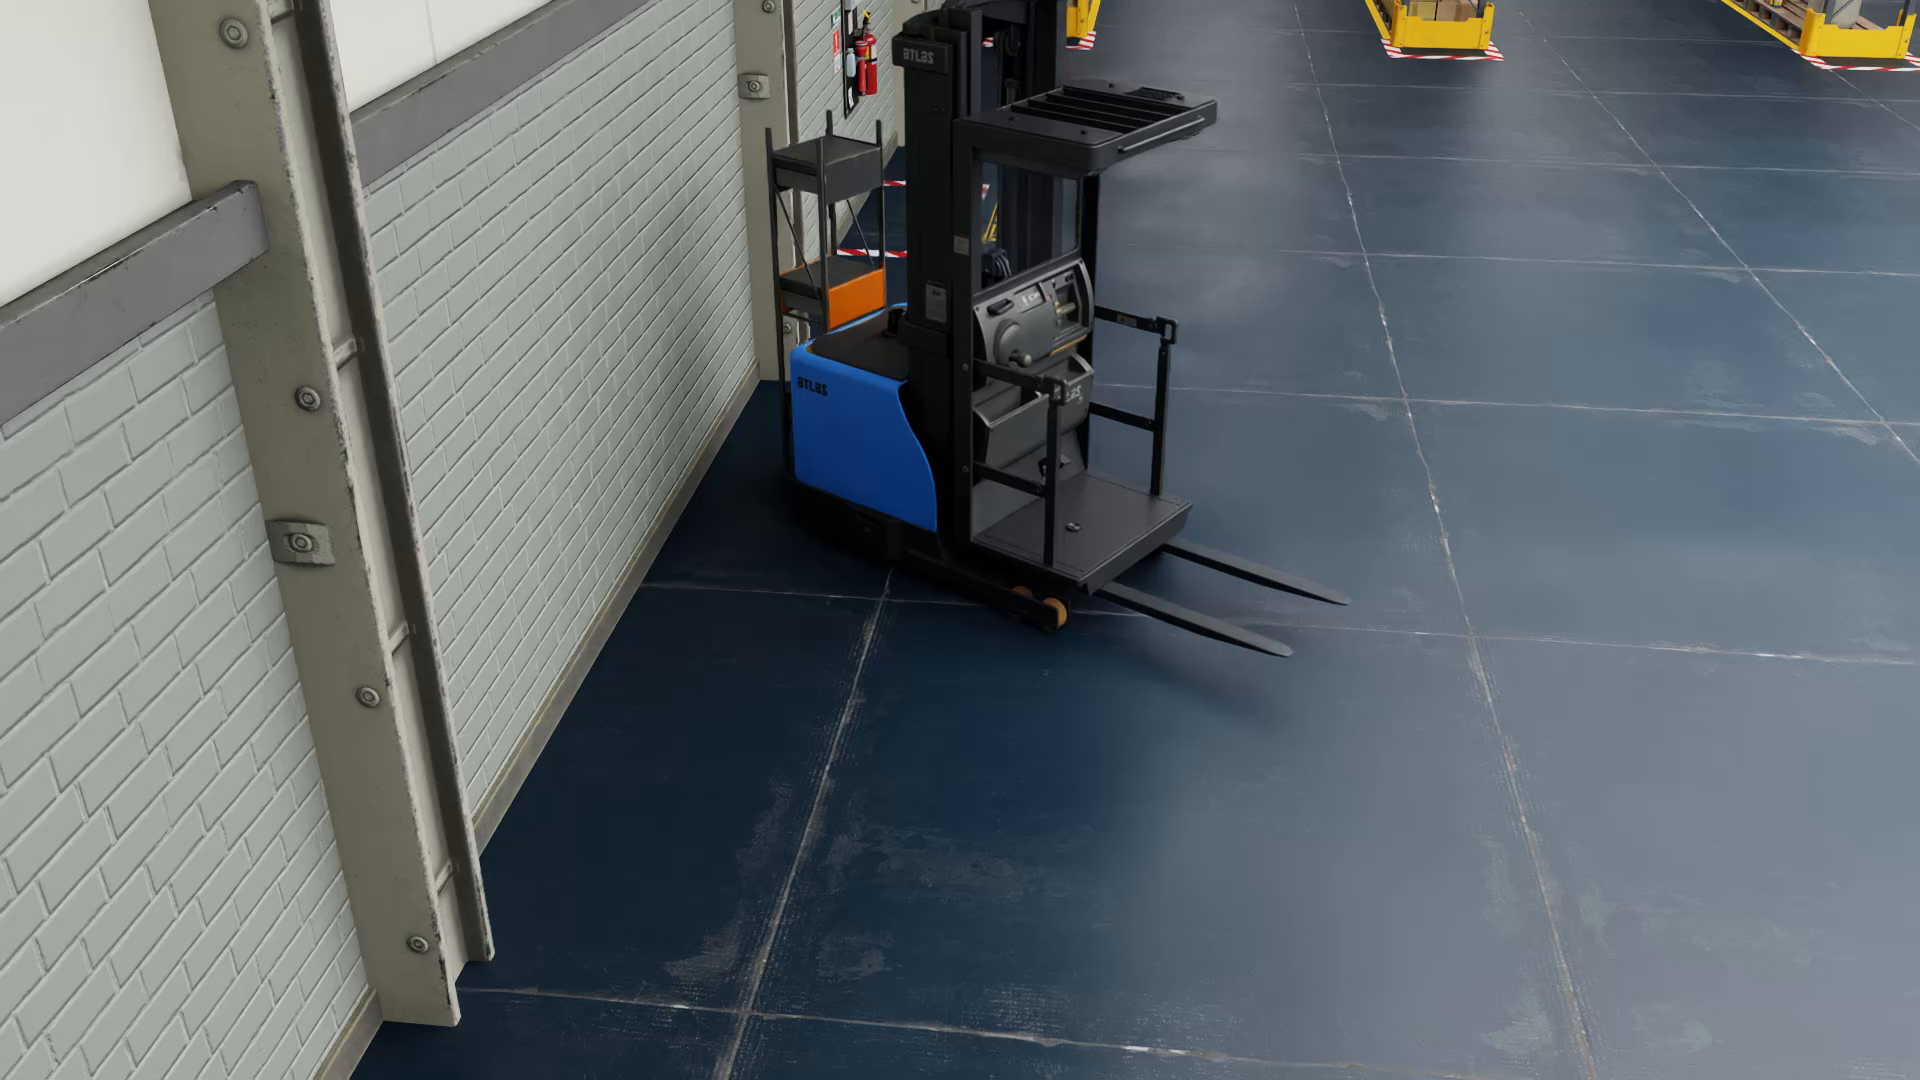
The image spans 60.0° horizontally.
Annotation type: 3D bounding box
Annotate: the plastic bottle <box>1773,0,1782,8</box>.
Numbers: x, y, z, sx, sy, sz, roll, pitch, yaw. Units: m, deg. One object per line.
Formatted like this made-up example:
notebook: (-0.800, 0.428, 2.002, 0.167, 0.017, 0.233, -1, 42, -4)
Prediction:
plastic bottle: (10.653, -7.037, 21.636, 0.097, 0.201, 0.097, 0, 28, 0)

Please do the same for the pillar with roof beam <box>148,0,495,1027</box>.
pillar with roof beam: (2.325, -2.059, 3.584, 9.100, 9.000, 0.400, 3, 28, 6)

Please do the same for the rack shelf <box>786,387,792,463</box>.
rack shelf: (-0.737, -0.701, 9.842, 0.431, 0.518, 0.480, 20, 34, 33)

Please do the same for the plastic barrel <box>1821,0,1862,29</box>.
plastic barrel: (10.868, -6.589, 20.499, 0.421, 0.512, 0.421, 0, 28, 0)

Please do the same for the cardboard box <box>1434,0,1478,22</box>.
cardboard box: (6.234, -6.689, 20.960, 0.500, 0.250, 0.500, 3, 28, 6)

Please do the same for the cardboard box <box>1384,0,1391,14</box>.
cardboard box: (5.769, -6.955, 21.454, 0.500, 0.250, 0.500, 3, 28, 6)

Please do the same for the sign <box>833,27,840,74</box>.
sign: (-0.988, -3.917, 13.321, 0.001, 0.329, 0.234, 3, 28, 6)

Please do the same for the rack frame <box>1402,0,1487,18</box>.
rack frame: (5.948, -7.475, 19.963, 1.000, 3.000, 0.127, 3, 28, 6)

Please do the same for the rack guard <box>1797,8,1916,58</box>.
rack guard: (10.826, -6.124, 20.089, 1.175, 0.500, 0.348, 3, 28, 6)

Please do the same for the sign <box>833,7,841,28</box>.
sign: (-0.978, -4.152, 13.198, 0.001, 0.109, 0.331, 3, 28, 6)

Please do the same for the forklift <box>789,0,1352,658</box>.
forklift: (0.543, -1.115, 8.229, 3.031, 2.935, 1.130, 20, 34, 33)

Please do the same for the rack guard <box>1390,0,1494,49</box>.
rack guard: (5.945, -6.363, 20.534, 1.175, 0.500, 0.348, 3, 28, 6)

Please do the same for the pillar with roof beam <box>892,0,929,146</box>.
pillar with roof beam: (3.795, -7.708, 14.069, 9.100, 9.000, 0.400, 3, 28, 6)

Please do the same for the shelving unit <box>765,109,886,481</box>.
shelving unit: (-0.737, -1.329, 9.503, 0.431, 2.100, 0.503, 20, 34, 33)

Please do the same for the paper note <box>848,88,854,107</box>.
paper note: (-0.908, -3.689, 13.863, 0.016, 0.148, 0.142, 3, 28, 6)

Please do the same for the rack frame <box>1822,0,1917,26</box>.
rack frame: (10.863, -7.186, 19.425, 1.000, 3.000, 0.127, 3, 28, 6)

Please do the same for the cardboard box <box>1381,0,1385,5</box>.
cardboard box: (5.829, -7.191, 21.891, 0.500, 0.250, 0.500, 3, 28, 6)

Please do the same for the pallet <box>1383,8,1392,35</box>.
pallet: (6.000, -6.610, 21.297, 1.003, 0.211, 1.213, 3, 28, 6)

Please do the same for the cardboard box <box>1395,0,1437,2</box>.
cardboard box: (5.718, -7.049, 20.838, 0.500, 0.500, 0.500, 3, 28, 6)

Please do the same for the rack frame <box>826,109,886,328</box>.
rack frame: (-0.586, -1.420, 9.672, 0.400, 2.100, 0.015, 20, 34, 33)

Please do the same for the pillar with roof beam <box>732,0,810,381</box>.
pillar with roof beam: (3.060, -4.883, 8.827, 9.100, 9.000, 0.400, 3, 28, 6)

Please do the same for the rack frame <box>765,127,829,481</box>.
rack frame: (-0.887, -1.238, 9.334, 0.400, 2.100, 0.015, 20, 34, 33)

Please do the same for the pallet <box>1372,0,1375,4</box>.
pallet: (6.299, -7.759, 23.429, 1.003, 0.211, 1.213, 3, 28, 6)

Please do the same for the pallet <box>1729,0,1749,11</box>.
pallet: (11.230, -7.527, 22.999, 1.003, 0.211, 1.213, 3, 28, 6)

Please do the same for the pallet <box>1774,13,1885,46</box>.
pallet: (10.931, -6.378, 20.867, 1.003, 0.211, 1.213, 3, 28, 6)

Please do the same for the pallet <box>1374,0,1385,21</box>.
pallet: (6.152, -7.183, 22.360, 1.003, 0.211, 1.213, 3, 28, 6)

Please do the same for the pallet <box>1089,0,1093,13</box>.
pallet: (1.327, -7.522, 22.990, 1.003, 0.211, 1.213, 3, 28, 6)

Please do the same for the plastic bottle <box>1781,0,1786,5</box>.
plastic bottle: (10.817, -7.184, 21.823, 0.061, 0.283, 0.133, 3, 28, 6)

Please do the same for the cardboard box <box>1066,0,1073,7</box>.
cardboard box: (1.205, -7.092, 21.622, 0.500, 0.311, 0.500, 0, 28, 0)

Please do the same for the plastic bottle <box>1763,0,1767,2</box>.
plastic bottle: (10.728, -7.252, 21.957, 0.152, 0.276, 0.135, 3, 28, 5)

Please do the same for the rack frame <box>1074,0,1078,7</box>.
rack frame: (1.031, -7.761, 20.494, 1.000, 3.000, 0.127, 3, 28, 6)

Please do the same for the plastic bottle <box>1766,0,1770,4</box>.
plastic bottle: (10.711, -7.187, 21.836, 0.152, 0.276, 0.135, 4, 29, 7)

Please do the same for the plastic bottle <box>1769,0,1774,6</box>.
plastic bottle: (10.649, -7.129, 21.721, 0.061, 0.283, 0.133, 4, 29, 7)

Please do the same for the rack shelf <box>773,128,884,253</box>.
rack shelf: (-0.737, -1.933, 9.178, 0.431, 0.518, 0.480, 20, 34, 33)

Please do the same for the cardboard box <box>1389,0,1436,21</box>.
cardboard box: (5.720, -6.719, 21.016, 0.500, 0.250, 0.500, 3, 28, 6)

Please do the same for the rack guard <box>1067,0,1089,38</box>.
rack guard: (1.040, -6.697, 21.153, 1.175, 0.500, 0.348, 3, 28, 6)

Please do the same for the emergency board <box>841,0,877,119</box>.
emergency board: (-0.818, -4.156, 13.801, 0.194, 1.169, 0.643, 3, 28, 6)

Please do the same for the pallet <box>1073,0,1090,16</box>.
pallet: (1.175, -6.950, 21.927, 1.003, 0.211, 1.213, 3, 28, 6)

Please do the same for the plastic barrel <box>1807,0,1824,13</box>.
plastic barrel: (10.929, -6.825, 20.937, 0.421, 0.512, 0.421, 0, 28, 0)

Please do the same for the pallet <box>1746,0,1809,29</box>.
pallet: (11.083, -6.951, 21.930, 1.003, 0.211, 1.213, 3, 28, 6)

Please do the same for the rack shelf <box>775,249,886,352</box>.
rack shelf: (-0.737, -1.317, 9.510, 0.431, 0.518, 0.480, 20, 34, 33)
